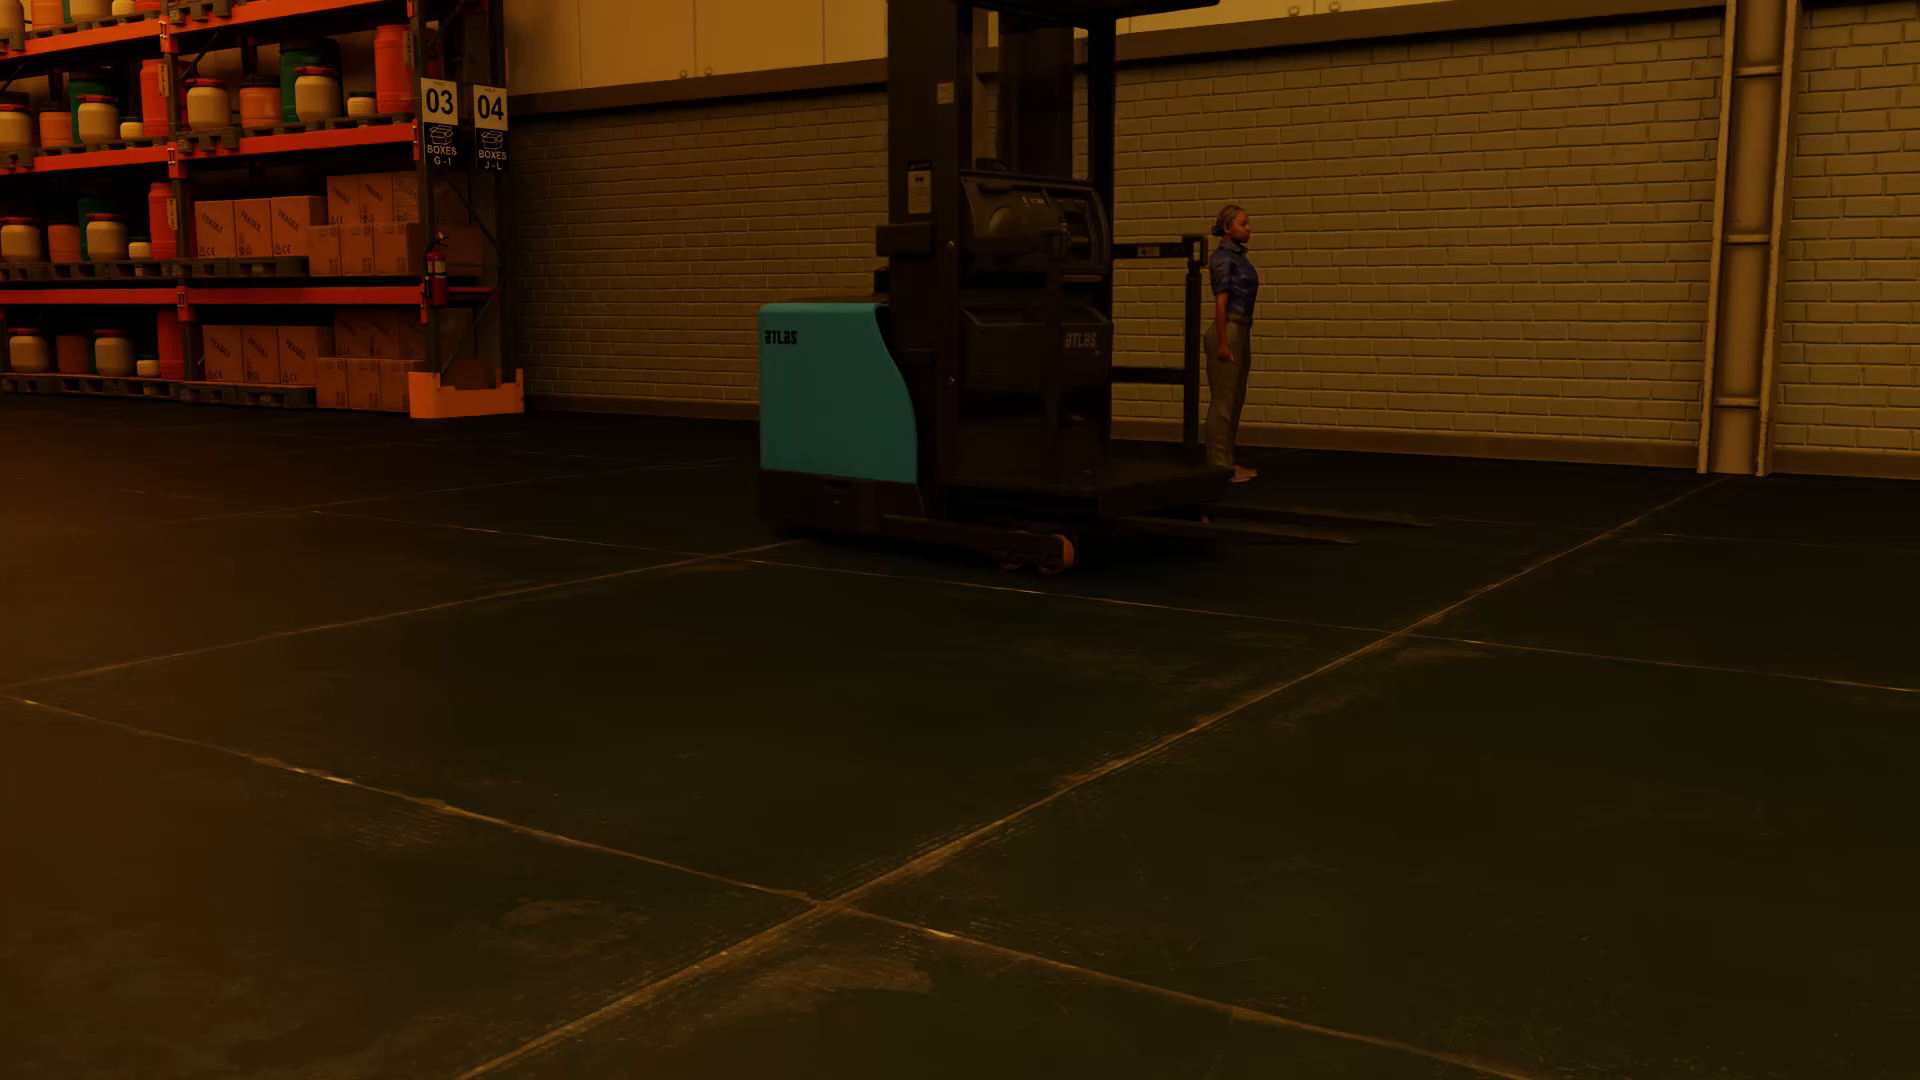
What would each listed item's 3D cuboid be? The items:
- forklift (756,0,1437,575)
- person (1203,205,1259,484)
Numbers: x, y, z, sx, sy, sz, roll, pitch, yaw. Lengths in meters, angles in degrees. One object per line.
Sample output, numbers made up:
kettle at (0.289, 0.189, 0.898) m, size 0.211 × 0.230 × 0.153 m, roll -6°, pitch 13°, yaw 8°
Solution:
forklift at (0.491, -1.394, 6.997) m, size 3.031 × 2.935 × 1.130 m, roll 7°, pitch 11°, yaw 41°
person at (1.659, -1.191, 10.103) m, size 0.327 × 1.662 × 0.446 m, roll 3°, pitch 9°, yaw 22°
